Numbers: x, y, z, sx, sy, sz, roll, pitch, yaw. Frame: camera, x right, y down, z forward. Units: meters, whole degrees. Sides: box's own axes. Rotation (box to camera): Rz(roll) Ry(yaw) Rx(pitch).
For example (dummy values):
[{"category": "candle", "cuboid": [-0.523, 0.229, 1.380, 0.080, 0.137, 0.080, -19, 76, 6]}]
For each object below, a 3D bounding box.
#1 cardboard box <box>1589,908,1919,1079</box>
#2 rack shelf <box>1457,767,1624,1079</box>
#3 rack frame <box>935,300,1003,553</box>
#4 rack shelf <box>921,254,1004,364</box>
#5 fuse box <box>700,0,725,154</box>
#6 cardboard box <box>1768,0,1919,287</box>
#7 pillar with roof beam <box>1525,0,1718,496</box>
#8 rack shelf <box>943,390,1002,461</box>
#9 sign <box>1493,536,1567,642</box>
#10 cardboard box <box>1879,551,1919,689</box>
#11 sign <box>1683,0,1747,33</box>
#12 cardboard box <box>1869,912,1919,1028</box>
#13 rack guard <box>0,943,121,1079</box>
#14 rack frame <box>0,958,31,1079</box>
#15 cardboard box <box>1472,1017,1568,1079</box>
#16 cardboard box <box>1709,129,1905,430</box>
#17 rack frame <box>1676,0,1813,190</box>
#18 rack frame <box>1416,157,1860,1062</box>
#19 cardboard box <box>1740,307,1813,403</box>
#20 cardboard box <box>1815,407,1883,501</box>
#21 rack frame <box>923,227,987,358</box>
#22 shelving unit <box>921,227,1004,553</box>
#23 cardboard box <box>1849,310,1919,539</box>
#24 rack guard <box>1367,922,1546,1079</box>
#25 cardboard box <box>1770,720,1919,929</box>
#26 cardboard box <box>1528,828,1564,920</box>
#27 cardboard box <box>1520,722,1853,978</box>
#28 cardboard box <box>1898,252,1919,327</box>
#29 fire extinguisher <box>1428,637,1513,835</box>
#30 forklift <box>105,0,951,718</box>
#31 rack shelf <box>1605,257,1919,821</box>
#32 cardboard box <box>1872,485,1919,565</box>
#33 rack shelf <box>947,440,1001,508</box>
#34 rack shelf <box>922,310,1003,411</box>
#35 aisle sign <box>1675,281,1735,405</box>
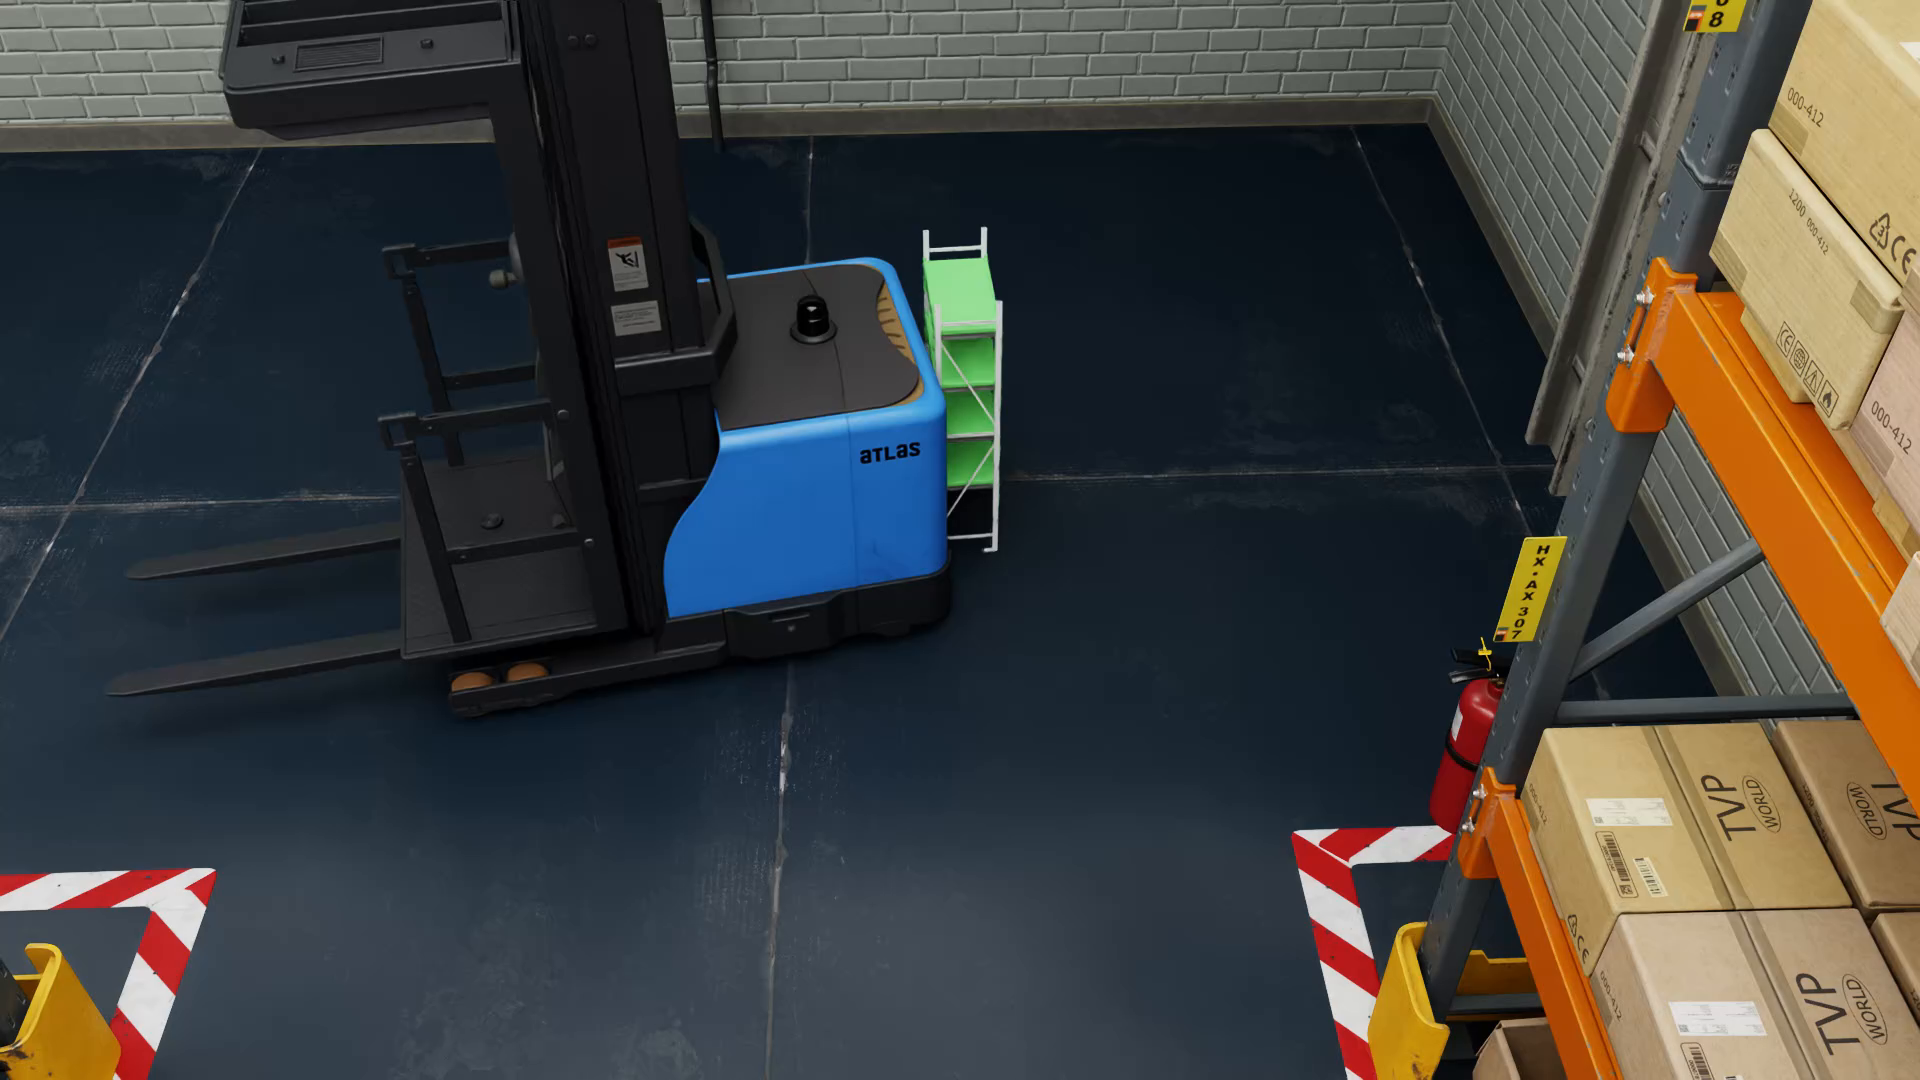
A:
[{"category": "cardboard box", "cuboid": [1.605, 1.018, 3.310, 0.500, 0.250, 0.500, -1, 43, -1]}, {"category": "rack shelf", "cuboid": [1.919, 2.034, 2.844, 1.077, 0.370, 4.000, -2, 43, -2]}, {"category": "rack frame", "cuboid": [0.031, -0.395, 6.293, 0.240, 1.200, 0.015, -4, 43, -4]}, {"category": "rack shelf", "cuboid": [0.006, -0.865, 6.190, 0.258, 0.148, 0.480, -4, 43, -4]}, {"category": "fuse box", "cuboid": [-1.283, -2.730, 8.461, 0.539, 1.711, 0.414, -2, 43, -2]}, {"category": "cardboard box", "cuboid": [1.602, -0.619, 2.507, 0.500, 0.250, 0.500, -2, 43, -2]}, {"category": "pillar with roof beam", "cuboid": [-1.682, -3.516, 3.926, 9.100, 9.000, 0.400, -2, 43, -2]}, {"category": "rack shelf", "cuboid": [0.006, -0.512, 6.515, 0.258, 0.148, 0.480, -4, 43, -4]}, {"category": "sign", "cuboid": [1.291, 0.115, 3.764, 0.100, 0.325, 0.005, -2, 43, -2]}, {"category": "cardboard box", "cuboid": [1.554, 0.148, 2.334, 0.380, 0.149, 0.250, -1, 43, -1]}, {"category": "sign", "cuboid": [1.291, -0.994, 2.748, 0.100, 0.325, 0.005, -2, 43, -2]}, {"category": "cardboard box", "cuboid": [2.139, 1.015, 3.314, 0.500, 0.250, 0.500, -2, 43, -2]}, {"category": "rack guard", "cuboid": [-3.126, 1.469, 4.778, 1.175, 0.500, 0.348, -2, 43, -2]}, {"category": "rack frame", "cuboid": [-3.125, 0.563, 3.916, 1.000, 3.000, 0.127, -2, 43, -2]}, {"category": "cardboard box", "cuboid": [1.765, 1.599, 4.322, 0.797, 0.503, 0.637, -3, 43, -3]}, {"category": "cardboard box", "cuboid": [1.579, -0.434, 2.675, 0.500, 0.250, 0.500, -2, 43, -2]}, {"category": "rack frame", "cuboid": [1.834, -1.793, 2.047, 1.000, 3.000, 0.127, -2, 43, -2]}, {"category": "rack frame", "cuboid": [1.834, 0.418, 4.074, 1.000, 3.000, 0.127, -2, 43, -2]}, {"category": "cardboard box", "cuboid": [1.615, -0.373, 2.903, 0.380, 0.149, 0.250, -1, 43, -1]}, {"category": "cardboard box", "cuboid": [1.652, -0.197, 2.711, 0.380, 0.149, 0.250, -1, 43, -1]}, {"category": "rack frame", "cuboid": [-0.019, -0.723, 6.651, 0.240, 1.200, 0.015, -4, 43, -4]}, {"category": "shelving unit", "cuboid": [0.006, -0.559, 6.472, 0.258, 1.200, 0.503, -4, 43, -4]}, {"category": "cardboard box", "cuboid": [1.622, -0.092, 2.301, 0.500, 0.250, 0.500, -1, 43, -1]}, {"category": "rack guard", "cuboid": [1.837, 1.391, 4.862, 1.175, 0.500, 0.348, -2, 43, -2]}, {"category": "cardboard box", "cuboid": [2.118, 0.667, 3.693, 0.500, 0.250, 0.500, 0, 43, -1]}, {"category": "cardboard box", "cuboid": [1.573, 0.741, 3.908, 0.380, 0.149, 0.250, -2, 43, -2]}, {"category": "cardboard box", "cuboid": [1.584, 0.678, 3.681, 0.500, 0.250, 0.500, -1, 43, -2]}, {"category": "cardboard box", "cuboid": [1.604, -0.275, 2.132, 0.500, 0.250, 0.500, -2, 43, -2]}, {"category": "fire extinguisher", "cuboid": [1.366, 0.498, 4.320, 0.296, 0.674, 0.183, -2, 43, -2]}, {"category": "forklift", "cuboid": [-1.606, -0.834, 5.491, 3.031, 2.935, 1.130, -9, 43, -10]}, {"category": "rack shelf", "cuboid": [1.919, 0.928, 1.830, 1.077, 0.370, 4.000, -2, 43, -2]}, {"category": "cardboard box", "cuboid": [1.646, -0.023, 2.521, 0.380, 0.149, 0.250, -1, 43, -2]}, {"category": "rack shelf", "cuboid": [0.006, -0.335, 6.677, 0.258, 0.148, 0.480, -4, 43, -4]}, {"category": "rack shelf", "cuboid": [0.006, -0.689, 6.353, 0.258, 0.148, 0.480, -4, 43, -4]}, {"category": "aisle sign", "cuboid": [1.537, -0.578, 3.236, 0.394, 0.787, 0.004, -2, 43, -2]}]
